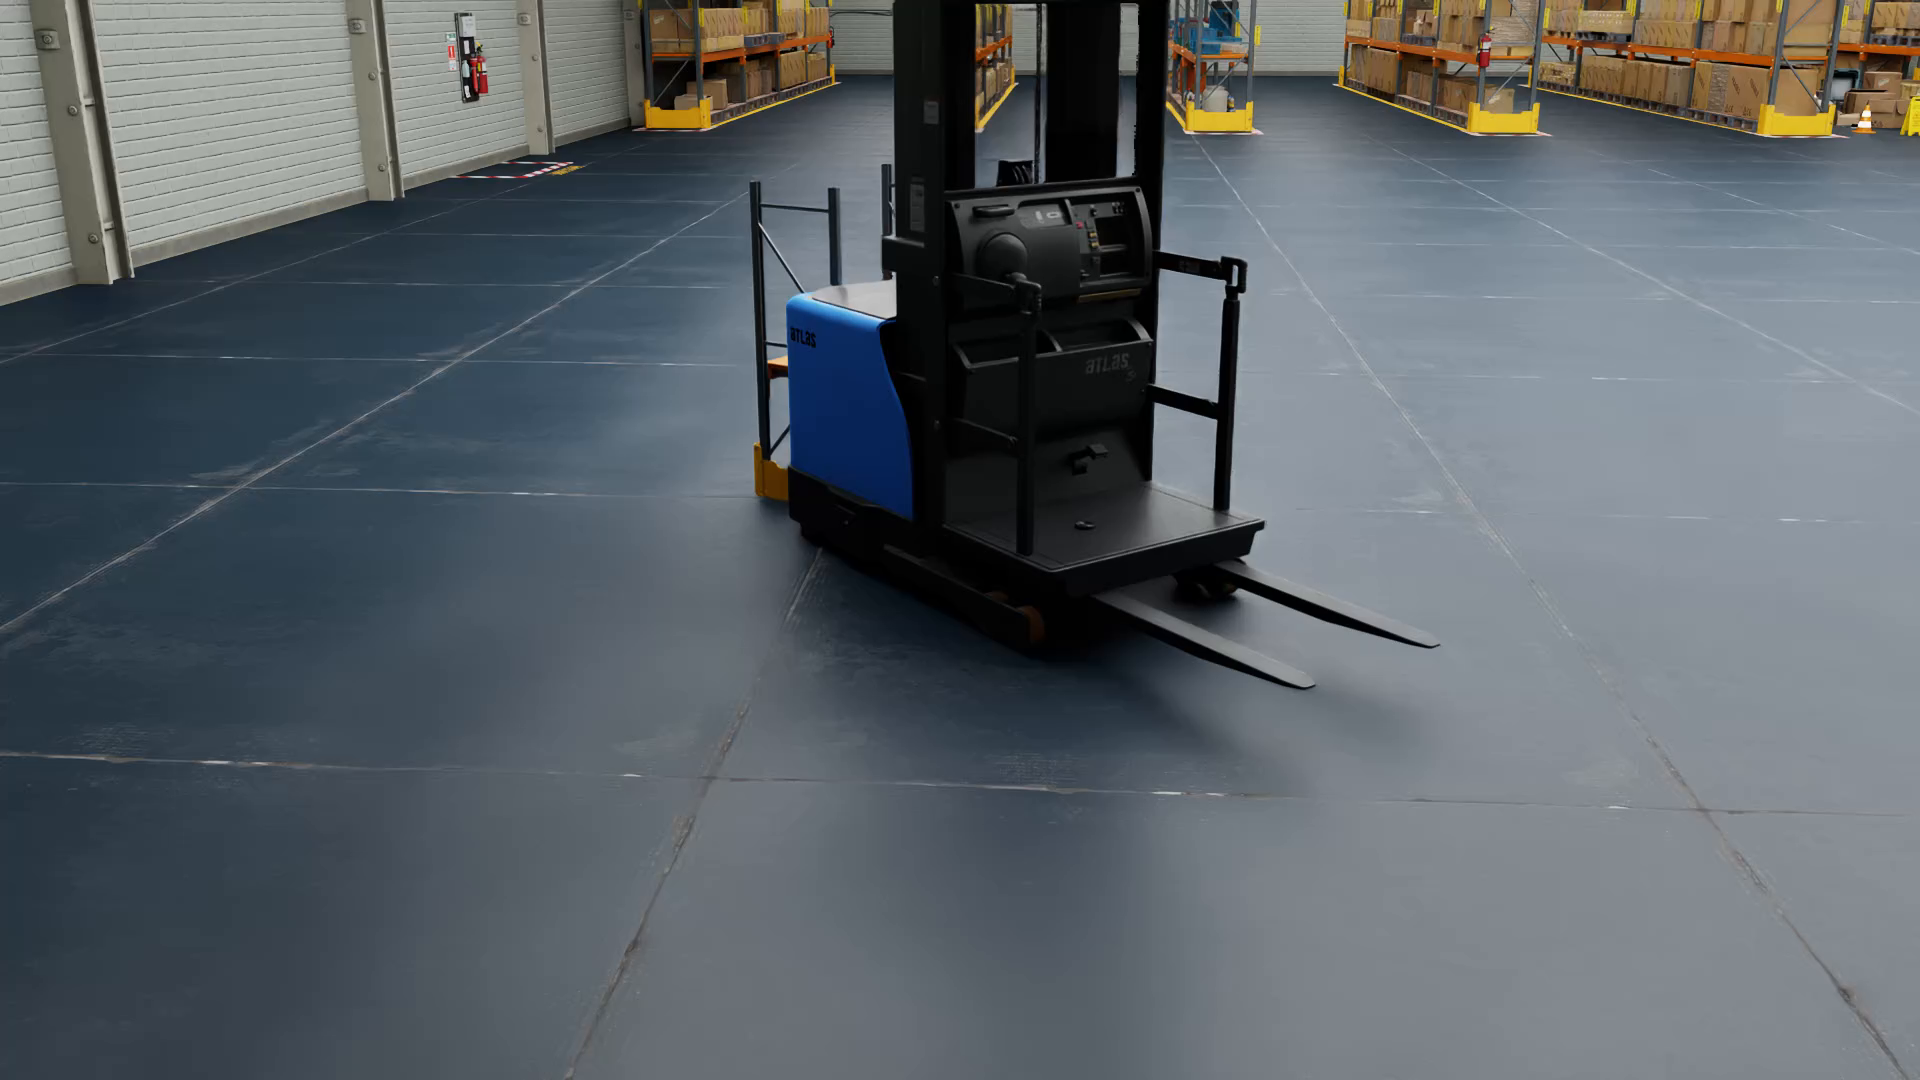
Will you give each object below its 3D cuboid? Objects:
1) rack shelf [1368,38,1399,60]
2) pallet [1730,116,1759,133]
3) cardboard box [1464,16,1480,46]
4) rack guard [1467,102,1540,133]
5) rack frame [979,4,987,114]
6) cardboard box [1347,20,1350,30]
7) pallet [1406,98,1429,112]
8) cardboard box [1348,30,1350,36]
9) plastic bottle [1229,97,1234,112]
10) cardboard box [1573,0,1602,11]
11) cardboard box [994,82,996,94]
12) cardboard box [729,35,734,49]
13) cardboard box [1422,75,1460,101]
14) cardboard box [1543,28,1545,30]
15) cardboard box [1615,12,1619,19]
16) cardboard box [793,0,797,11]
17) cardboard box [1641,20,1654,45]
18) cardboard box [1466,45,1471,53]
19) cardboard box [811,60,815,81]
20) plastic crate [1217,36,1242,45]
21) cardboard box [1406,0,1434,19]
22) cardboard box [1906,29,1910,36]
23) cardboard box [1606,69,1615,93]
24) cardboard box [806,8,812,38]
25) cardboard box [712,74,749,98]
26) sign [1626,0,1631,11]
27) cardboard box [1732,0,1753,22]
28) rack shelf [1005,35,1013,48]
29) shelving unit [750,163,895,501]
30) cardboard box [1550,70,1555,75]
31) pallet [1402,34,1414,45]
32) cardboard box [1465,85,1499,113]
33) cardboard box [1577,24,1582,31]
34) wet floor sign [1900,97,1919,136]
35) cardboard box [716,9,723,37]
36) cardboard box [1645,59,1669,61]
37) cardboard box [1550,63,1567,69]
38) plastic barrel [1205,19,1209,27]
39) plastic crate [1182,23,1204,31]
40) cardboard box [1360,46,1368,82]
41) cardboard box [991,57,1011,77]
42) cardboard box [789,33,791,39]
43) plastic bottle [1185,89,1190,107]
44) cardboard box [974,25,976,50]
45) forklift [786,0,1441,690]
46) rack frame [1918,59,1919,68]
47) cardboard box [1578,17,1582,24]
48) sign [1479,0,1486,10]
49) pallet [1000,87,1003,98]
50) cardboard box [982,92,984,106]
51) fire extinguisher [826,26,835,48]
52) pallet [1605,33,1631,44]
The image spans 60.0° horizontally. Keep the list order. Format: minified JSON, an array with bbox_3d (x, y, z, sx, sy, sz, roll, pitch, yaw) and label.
[{"bbox_3d":[10.348,-11.428,38.637,1.077,0.370,4.000,1,18,4],"label":"rack shelf"},{"bbox_3d":[14.550,-7.447,29.810,1.003,0.211,1.213,1,18,4],"label":"pallet"},{"bbox_3d":[9.614,-9.181,29.986,0.875,0.500,0.500,1,18,4],"label":"cardboard box"},{"bbox_3d":[9.636,-7.500,29.508,1.175,0.500,0.348,1,18,4],"label":"rack guard"},{"bbox_3d":[0.037,-10.128,33.516,1.000,3.000,0.127,1,18,4],"label":"rack frame"},{"bbox_3d":[10.474,-13.560,43.752,0.500,0.250,0.500,1,18,2],"label":"cardboard box"},{"bbox_3d":[10.057,-9.203,35.170,1.003,0.211,1.213,1,18,4],"label":"pallet"},{"bbox_3d":[10.406,-13.331,43.694,0.380,0.149,0.250,1,18,3],"label":"cardboard box"},{"bbox_3d":[5.132,-8.243,31.437,0.097,0.271,0.097,0,18,0],"label":"plastic bottle"},{"bbox_3d":[15.195,-13.065,40.233,0.500,0.500,0.500,1,18,2],"label":"cardboard box"},{"bbox_3d":[0.530,-10.095,37.155,0.500,0.250,0.500,2,18,5],"label":"cardboard box"},{"bbox_3d":[-4.700,-9.711,32.451,0.500,0.250,0.500,1,18,4],"label":"cardboard box"},{"bbox_3d":[10.076,-9.439,34.720,0.700,0.500,0.500,0,18,-1],"label":"cardboard box"},{"bbox_3d":[15.410,-13.547,43.310,0.500,0.500,0.500,2,18,7],"label":"cardboard box"},{"bbox_3d":[14.743,-11.610,36.810,0.380,0.149,0.250,1,18,3],"label":"cardboard box"},{"bbox_3d":[-4.192,-12.809,39.824,0.500,0.250,0.500,2,18,5],"label":"cardboard box"},{"bbox_3d":[14.809,-10.762,35.291,0.500,0.500,0.500,1,18,3],"label":"cardboard box"},{"bbox_3d":[9.519,-9.026,30.556,0.380,0.149,0.250,1,18,4],"label":"cardboard box"},{"bbox_3d":[-4.135,-12.120,42.935,0.700,0.500,0.500,1,18,3],"label":"cardboard box"},{"bbox_3d":[5.169,-9.596,32.131,0.499,0.251,0.616,1,18,4],"label":"plastic crate"},{"bbox_3d":[10.273,-11.899,37.149,0.797,0.503,0.637,2,18,6],"label":"cardboard box"},{"bbox_3d":[19.800,-10.489,34.347,0.380,0.149,0.250,2,18,6],"label":"cardboard box"},{"bbox_3d":[14.972,-10.389,37.653,0.500,0.500,0.500,2,18,6],"label":"cardboard box"},{"bbox_3d":[-4.275,-13.033,41.899,0.980,0.700,0.700,2,18,5],"label":"cardboard box"},{"bbox_3d":[-4.881,-9.650,35.363,0.700,0.500,0.500,1,18,3],"label":"cardboard box"},{"bbox_3d":[15.985,-12.788,39.772,0.100,0.325,0.005,1,18,4],"label":"sign"},{"bbox_3d":[14.668,-9.732,30.331,0.875,0.550,0.500,1,18,4],"label":"cardboard box"},{"bbox_3d":[0.754,-12.892,43.107,1.077,0.370,4.000,1,18,4],"label":"rack shelf"},{"bbox_3d":[-0.461,-1.025,8.141,0.587,1.500,1.083,12,22,32],"label":"shelving unit"},{"bbox_3d":[15.368,-11.997,42.644,0.380,0.149,0.250,0,18,1],"label":"cardboard box"},{"bbox_3d":[10.260,-10.834,35.976,1.213,0.211,1.003,1,18,4],"label":"pallet"},{"bbox_3d":[9.765,-8.250,31.122,0.500,0.500,0.500,3,18,9],"label":"cardboard box"},{"bbox_3d":[14.944,-12.217,39.619,0.380,0.149,0.250,0,18,1],"label":"cardboard box"},{"bbox_3d":[16.544,-7.350,28.817,0.267,0.644,0.232,-2,18,-6],"label":"wet floor sign"},{"bbox_3d":[-4.768,-9.745,31.351,0.500,0.500,0.500,1,18,2],"label":"cardboard box"},{"bbox_3d":[15.435,-10.583,37.040,0.500,0.250,0.500,0,18,1],"label":"cardboard box"},{"bbox_3d":[15.331,-12.135,42.588,0.380,0.149,0.250,2,18,6],"label":"cardboard box"},{"bbox_3d":[5.317,-10.601,34.741,0.433,0.535,0.433,0,18,0],"label":"plastic barrel"},{"bbox_3d":[4.707,-10.204,33.645,0.402,0.464,0.583,1,18,4],"label":"plastic crate"},{"bbox_3d":[10.683,-12.063,42.159,0.875,0.875,0.875,1,18,4],"label":"cardboard box"},{"bbox_3d":[1.104,-12.702,44.679,0.500,0.500,0.500,1,18,4],"label":"cardboard box"},{"bbox_3d":[-4.238,-12.025,39.677,0.380,0.149,0.250,2,18,6],"label":"cardboard box"},{"bbox_3d":[4.492,-8.667,32.603,0.144,0.351,0.185,1,18,2],"label":"plastic bottle"},{"bbox_3d":[-0.060,-9.718,32.104,0.700,0.500,0.500,2,18,5],"label":"cardboard box"},{"bbox_3d":[0.487,-1.155,6.240,1.130,2.935,3.031,-12,22,-33],"label":"forklift"},{"bbox_3d":[25.614,-13.302,43.202,1.000,3.000,0.127,1,18,4],"label":"rack frame"},{"bbox_3d":[14.944,-12.358,39.572,0.380,0.149,0.250,2,18,5],"label":"cardboard box"},{"bbox_3d":[9.079,-9.383,28.874,0.100,0.325,0.005,1,18,4],"label":"sign"},{"bbox_3d":[0.505,-10.655,39.600,1.003,0.211,1.213,1,18,4],"label":"pallet"},{"bbox_3d":[0.222,-8.872,33.425,0.500,0.250,0.500,1,18,4],"label":"cardboard box"},{"bbox_3d":[-3.573,-13.787,45.406,0.296,0.674,0.183,1,18,4],"label":"fire extinguisher"},{"bbox_3d":[15.089,-11.139,36.908,1.213,0.211,1.003,1,18,4],"label":"pallet"}]
